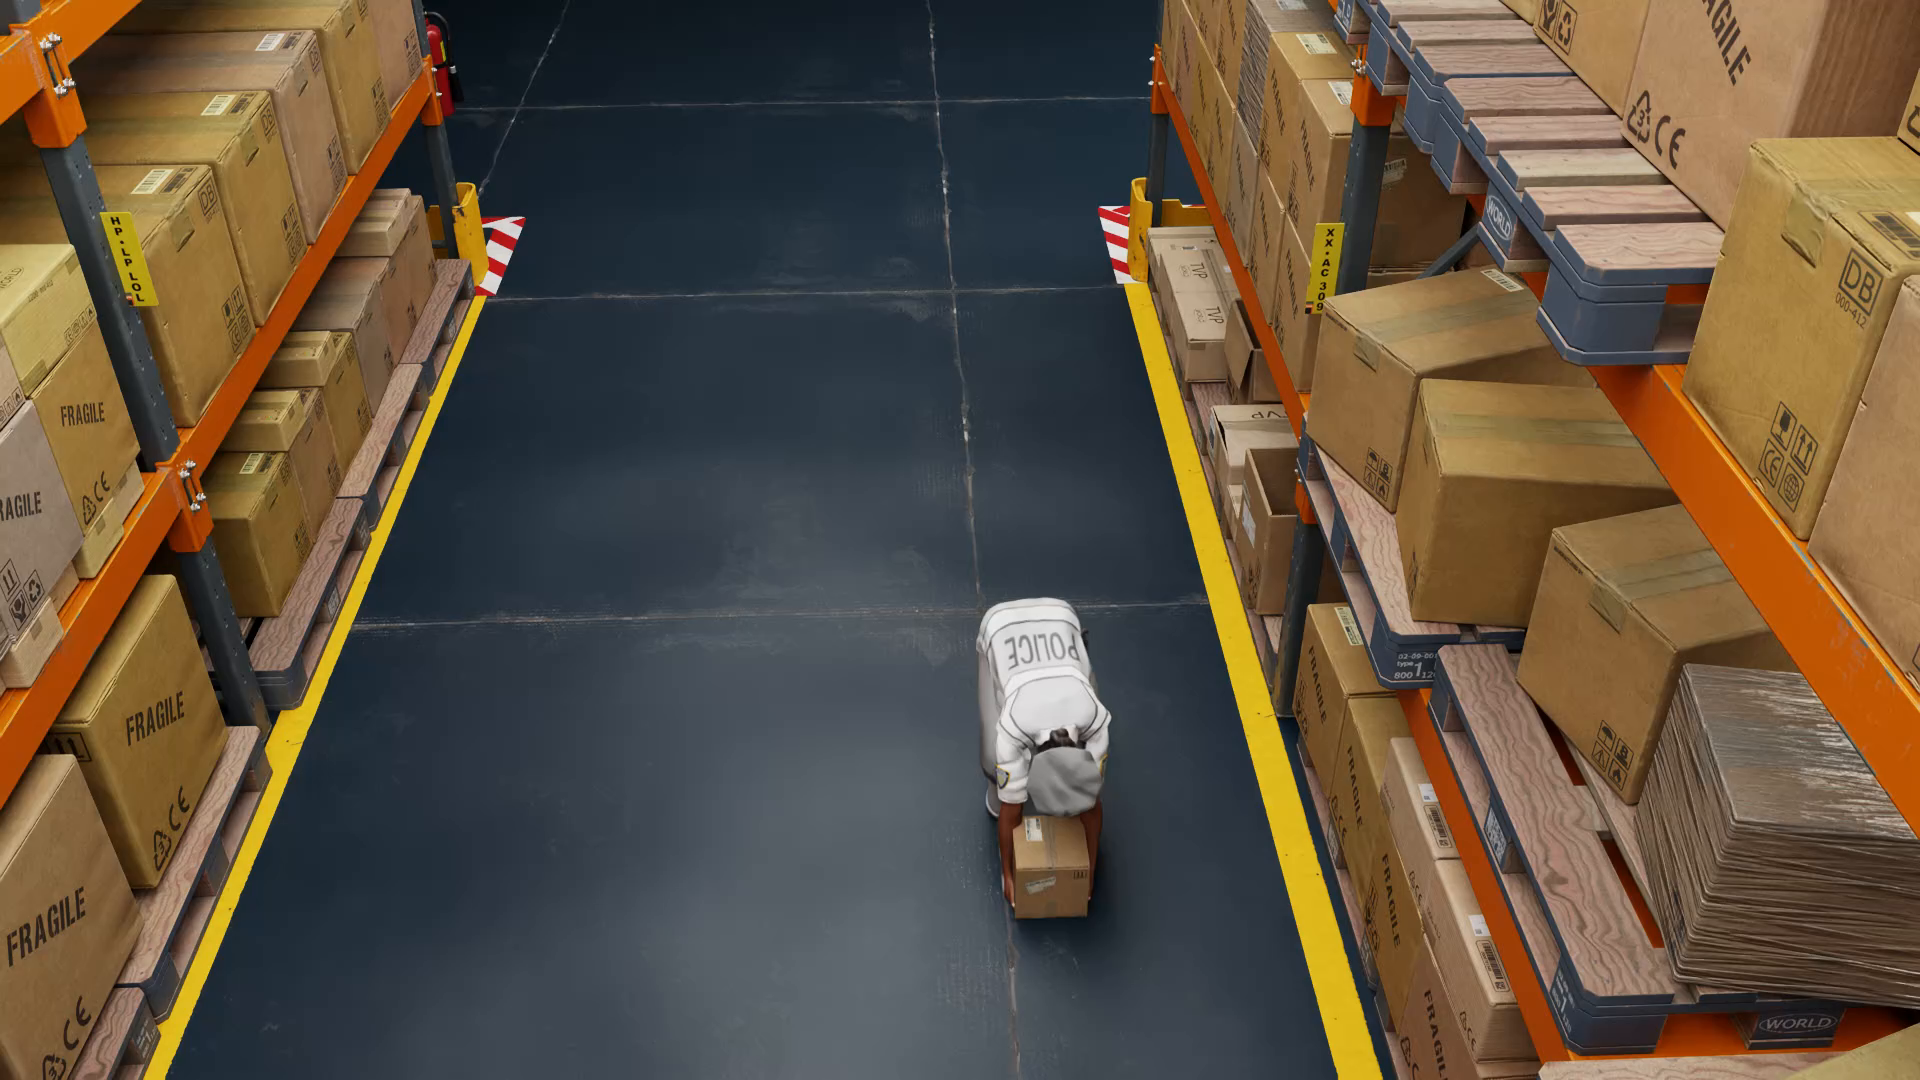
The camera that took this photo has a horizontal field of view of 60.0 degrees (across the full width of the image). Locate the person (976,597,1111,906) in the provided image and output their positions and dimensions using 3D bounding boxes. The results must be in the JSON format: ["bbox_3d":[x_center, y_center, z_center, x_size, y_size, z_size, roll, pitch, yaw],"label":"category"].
[{"bbox_3d":[0.296,0.725,5.876,0.456,0.833,0.916,-4,36,-5],"label":"person"}]
